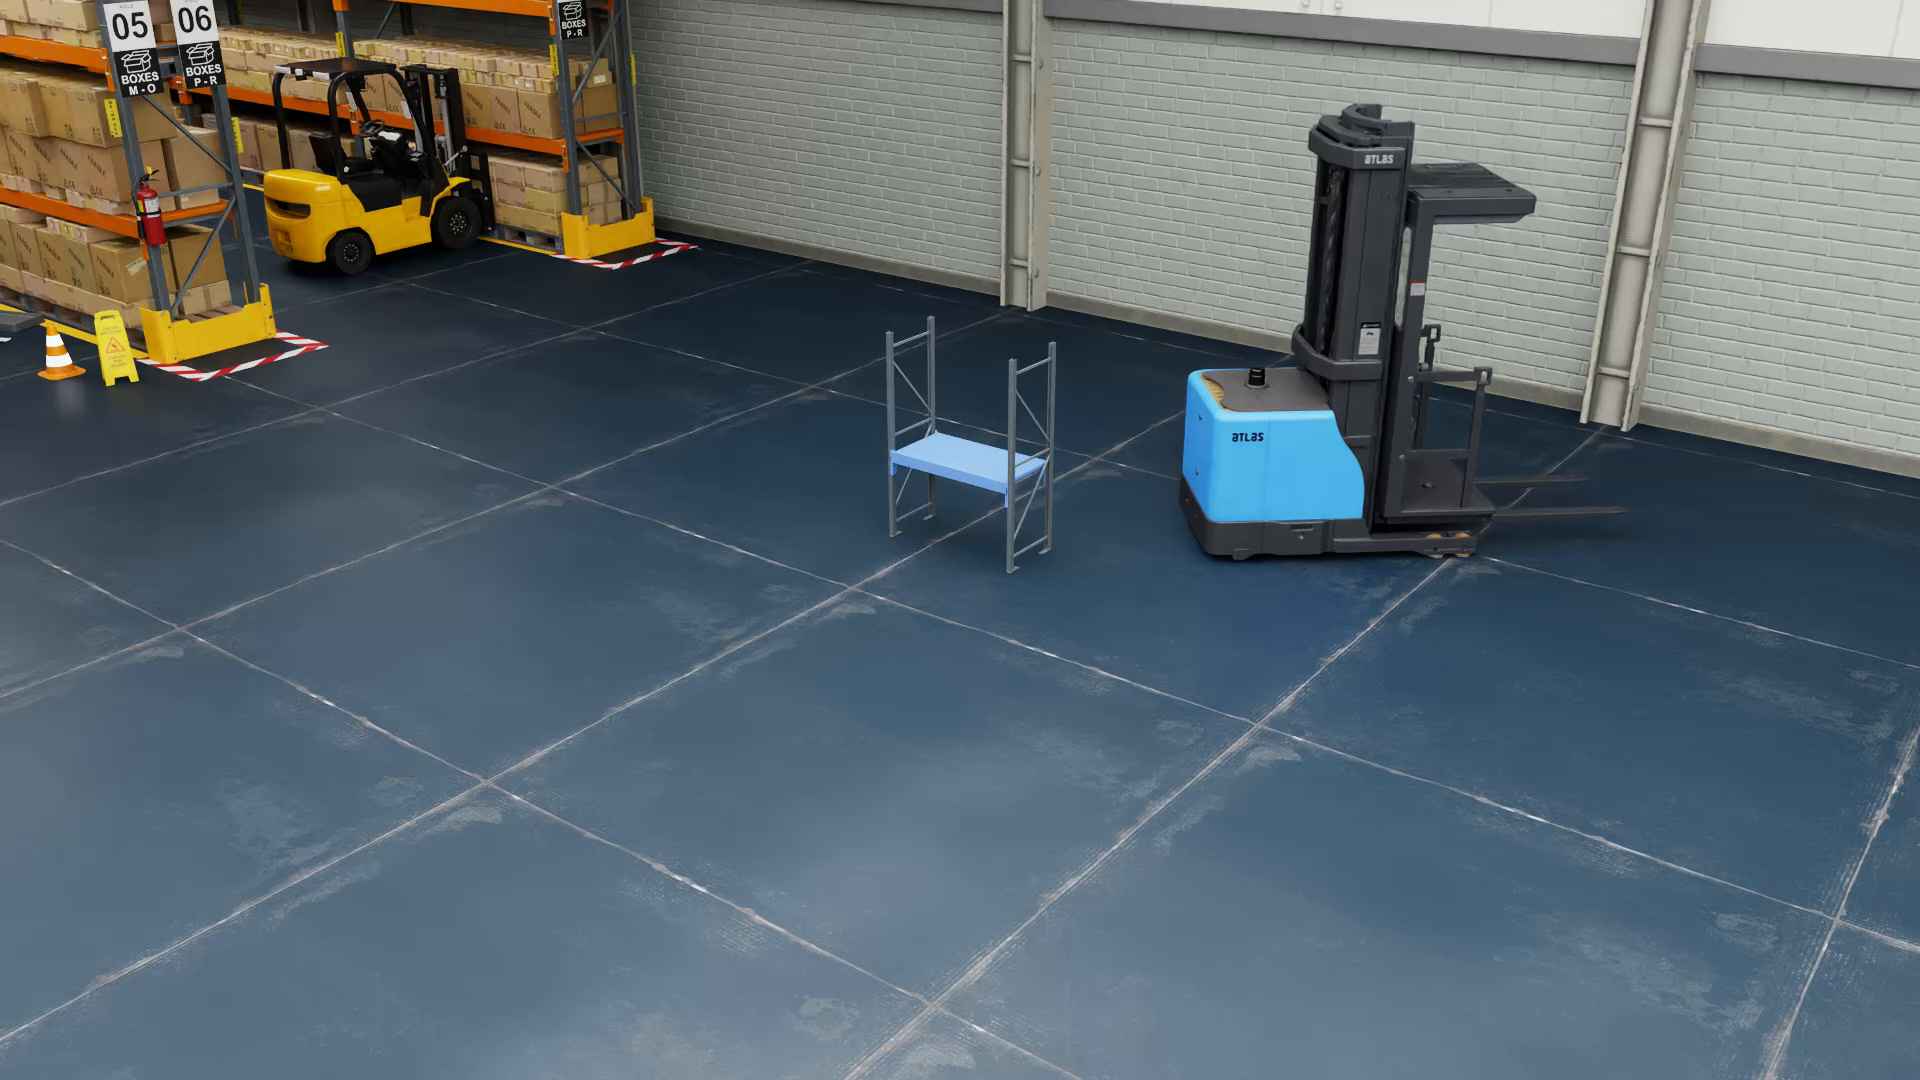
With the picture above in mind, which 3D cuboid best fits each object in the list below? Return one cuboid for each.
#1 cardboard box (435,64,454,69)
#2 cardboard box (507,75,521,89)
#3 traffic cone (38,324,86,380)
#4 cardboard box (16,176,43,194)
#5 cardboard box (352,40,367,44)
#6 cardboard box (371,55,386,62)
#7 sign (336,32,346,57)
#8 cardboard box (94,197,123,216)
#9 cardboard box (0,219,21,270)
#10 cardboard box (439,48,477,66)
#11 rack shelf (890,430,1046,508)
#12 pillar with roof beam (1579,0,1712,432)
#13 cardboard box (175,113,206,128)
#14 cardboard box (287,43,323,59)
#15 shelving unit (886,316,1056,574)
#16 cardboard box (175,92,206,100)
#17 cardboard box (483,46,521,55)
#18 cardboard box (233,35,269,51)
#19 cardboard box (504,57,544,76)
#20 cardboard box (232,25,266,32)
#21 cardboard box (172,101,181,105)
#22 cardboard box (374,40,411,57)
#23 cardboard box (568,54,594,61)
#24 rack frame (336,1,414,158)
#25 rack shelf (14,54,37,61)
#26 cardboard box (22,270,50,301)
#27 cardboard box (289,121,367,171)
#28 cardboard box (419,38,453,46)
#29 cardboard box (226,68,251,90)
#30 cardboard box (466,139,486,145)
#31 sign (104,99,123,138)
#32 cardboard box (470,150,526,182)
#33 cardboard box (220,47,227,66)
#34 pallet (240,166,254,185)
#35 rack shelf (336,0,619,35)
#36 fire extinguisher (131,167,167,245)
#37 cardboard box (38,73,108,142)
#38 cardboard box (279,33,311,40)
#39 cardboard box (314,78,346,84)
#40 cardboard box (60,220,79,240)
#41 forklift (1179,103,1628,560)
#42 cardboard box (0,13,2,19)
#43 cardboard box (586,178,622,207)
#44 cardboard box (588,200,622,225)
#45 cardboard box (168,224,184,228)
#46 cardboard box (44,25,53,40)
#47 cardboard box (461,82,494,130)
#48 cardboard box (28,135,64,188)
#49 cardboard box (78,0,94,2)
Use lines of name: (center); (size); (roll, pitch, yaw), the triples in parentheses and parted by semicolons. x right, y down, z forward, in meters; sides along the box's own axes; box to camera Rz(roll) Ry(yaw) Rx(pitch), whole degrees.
cardboard box: (-5.998, -5.578, 19.761); (0.250, 0.149, 0.380); (16, 28, 32)
cardboard box: (-4.959, -5.281, 19.088); (0.250, 0.149, 0.380); (17, 29, 34)
traffic cone: (-8.212, -1.735, 15.114); (0.334, 0.463, 0.336); (17, 29, 33)
cardboard box: (-8.999, -3.517, 16.322); (0.250, 0.149, 0.380); (17, 29, 33)
cardboard box: (-7.856, -6.417, 21.665); (0.250, 0.149, 0.380); (17, 29, 33)
cardboard box: (-7.015, -5.896, 20.484); (0.250, 0.149, 0.380); (18, 29, 34)
sign: (-7.638, -6.094, 20.523); (0.005, 0.325, 0.100); (17, 29, 33)
cardboard box: (-7.791, -3.140, 15.468); (0.250, 0.149, 0.380); (16, 29, 33)
cardboard box: (-9.549, -3.097, 17.018); (0.500, 0.500, 0.500); (18, 30, 35)
cardboard box: (-5.955, -5.743, 19.767); (0.250, 0.149, 0.380); (17, 29, 33)
rack shelf: (0.068, -0.501, 11.473); (1.000, 0.185, 0.538); (17, 29, 33)
pillar with roof beam: (2.884, -3.724, 9.042); (0.400, 9.000, 9.100); (17, 29, 33)
cardboard box: (-10.989, -5.826, 23.832); (0.500, 0.500, 0.500); (18, 29, 35)
cardboard box: (-8.399, -6.285, 21.366); (0.250, 0.149, 0.380); (16, 28, 32)
shelving unit: (0.068, -0.666, 11.401); (1.048, 1.500, 0.538); (17, 29, 33)
cardboard box: (-11.357, -6.520, 24.602); (0.250, 0.149, 0.380); (15, 28, 31)
cardboard box: (-5.481, -5.823, 19.947); (0.250, 0.149, 0.380); (17, 29, 34)
cardboard box: (-9.404, -6.607, 22.096); (0.250, 0.149, 0.380); (18, 29, 34)
cardboard box: (-4.975, -5.412, 19.015); (0.250, 0.149, 0.380); (18, 29, 34)
cardboard box: (-9.864, -7.047, 23.095); (0.250, 0.149, 0.380); (18, 29, 35)
cardboard box: (-11.306, -6.184, 23.840); (0.250, 0.149, 0.380); (15, 28, 31)
cardboard box: (-6.970, -6.055, 20.475); (0.250, 0.149, 0.380); (17, 29, 34)
cardboard box: (-4.436, -5.524, 19.269); (0.250, 0.149, 0.380); (18, 29, 35)
rack frame: (-7.321, -5.778, 21.143); (0.127, 3.000, 1.000); (17, 29, 33)
rack shelf: (-15.323, -7.867, 26.776); (4.000, 0.370, 1.077); (17, 29, 33)
cardboard box: (-9.125, -2.627, 16.881); (0.500, 0.250, 0.500); (16, 29, 33)
cardboard box: (-8.361, -5.196, 22.247); (0.625, 0.625, 0.875); (16, 29, 33)
cardboard box: (-6.488, -6.143, 20.675); (0.250, 0.149, 0.380); (17, 29, 33)
cardboard box: (-9.497, -6.245, 22.389); (0.500, 0.250, 0.500); (16, 28, 32)
cardboard box: (-6.000, -4.868, 20.728); (0.500, 0.250, 0.500); (17, 29, 34)
sign: (-7.443, -3.708, 14.618); (0.005, 0.325, 0.100); (17, 29, 33)
cardboard box: (-5.497, -4.453, 19.786); (0.500, 0.250, 0.500); (17, 29, 34)
cardboard box: (-9.913, -6.598, 22.570); (0.500, 0.250, 0.500); (18, 29, 35)
pallet: (-9.886, -5.257, 23.420); (1.213, 0.211, 1.003); (17, 29, 33)
rack shelf: (-5.720, -6.338, 19.586); (4.000, 0.370, 1.077); (17, 29, 33)
fire extinguisher: (-7.279, -2.996, 14.926); (0.183, 0.674, 0.296); (17, 29, 33)
cardboard box: (-8.034, -4.025, 15.433); (0.500, 0.500, 0.700); (17, 29, 34)
cardboard box: (-8.900, -6.709, 22.329); (0.250, 0.149, 0.380); (18, 29, 35)
cardboard box: (-7.867, -5.974, 21.155); (0.500, 0.250, 0.500); (16, 28, 32)
cardboard box: (-8.425, -3.021, 16.040); (0.250, 0.149, 0.380); (17, 29, 34)
forklift: (3.148, -1.426, 11.352); (3.031, 2.935, 1.130); (-2, 24, -4)
cardboard box: (-8.890, -5.052, 15.594); (0.500, 0.250, 0.500); (17, 29, 34)
cardboard box: (-4.372, -4.154, 19.727); (0.500, 0.250, 0.500); (17, 29, 34)
cardboard box: (-4.396, -3.926, 19.830); (0.500, 0.250, 0.500); (17, 29, 34)
cardboard box: (-8.014, -2.900, 16.571); (0.500, 0.500, 0.500); (16, 28, 31)
cardboard box: (-8.121, -4.669, 15.219); (0.250, 0.149, 0.380); (17, 29, 34)
cardboard box: (-5.491, -5.143, 19.578); (0.500, 0.500, 0.500); (16, 29, 32)
cardboard box: (-8.490, -3.677, 15.882); (0.500, 0.500, 0.500); (17, 29, 33)
cardboard box: (-7.542, -4.817, 14.565); (0.250, 0.149, 0.380); (17, 29, 34)
